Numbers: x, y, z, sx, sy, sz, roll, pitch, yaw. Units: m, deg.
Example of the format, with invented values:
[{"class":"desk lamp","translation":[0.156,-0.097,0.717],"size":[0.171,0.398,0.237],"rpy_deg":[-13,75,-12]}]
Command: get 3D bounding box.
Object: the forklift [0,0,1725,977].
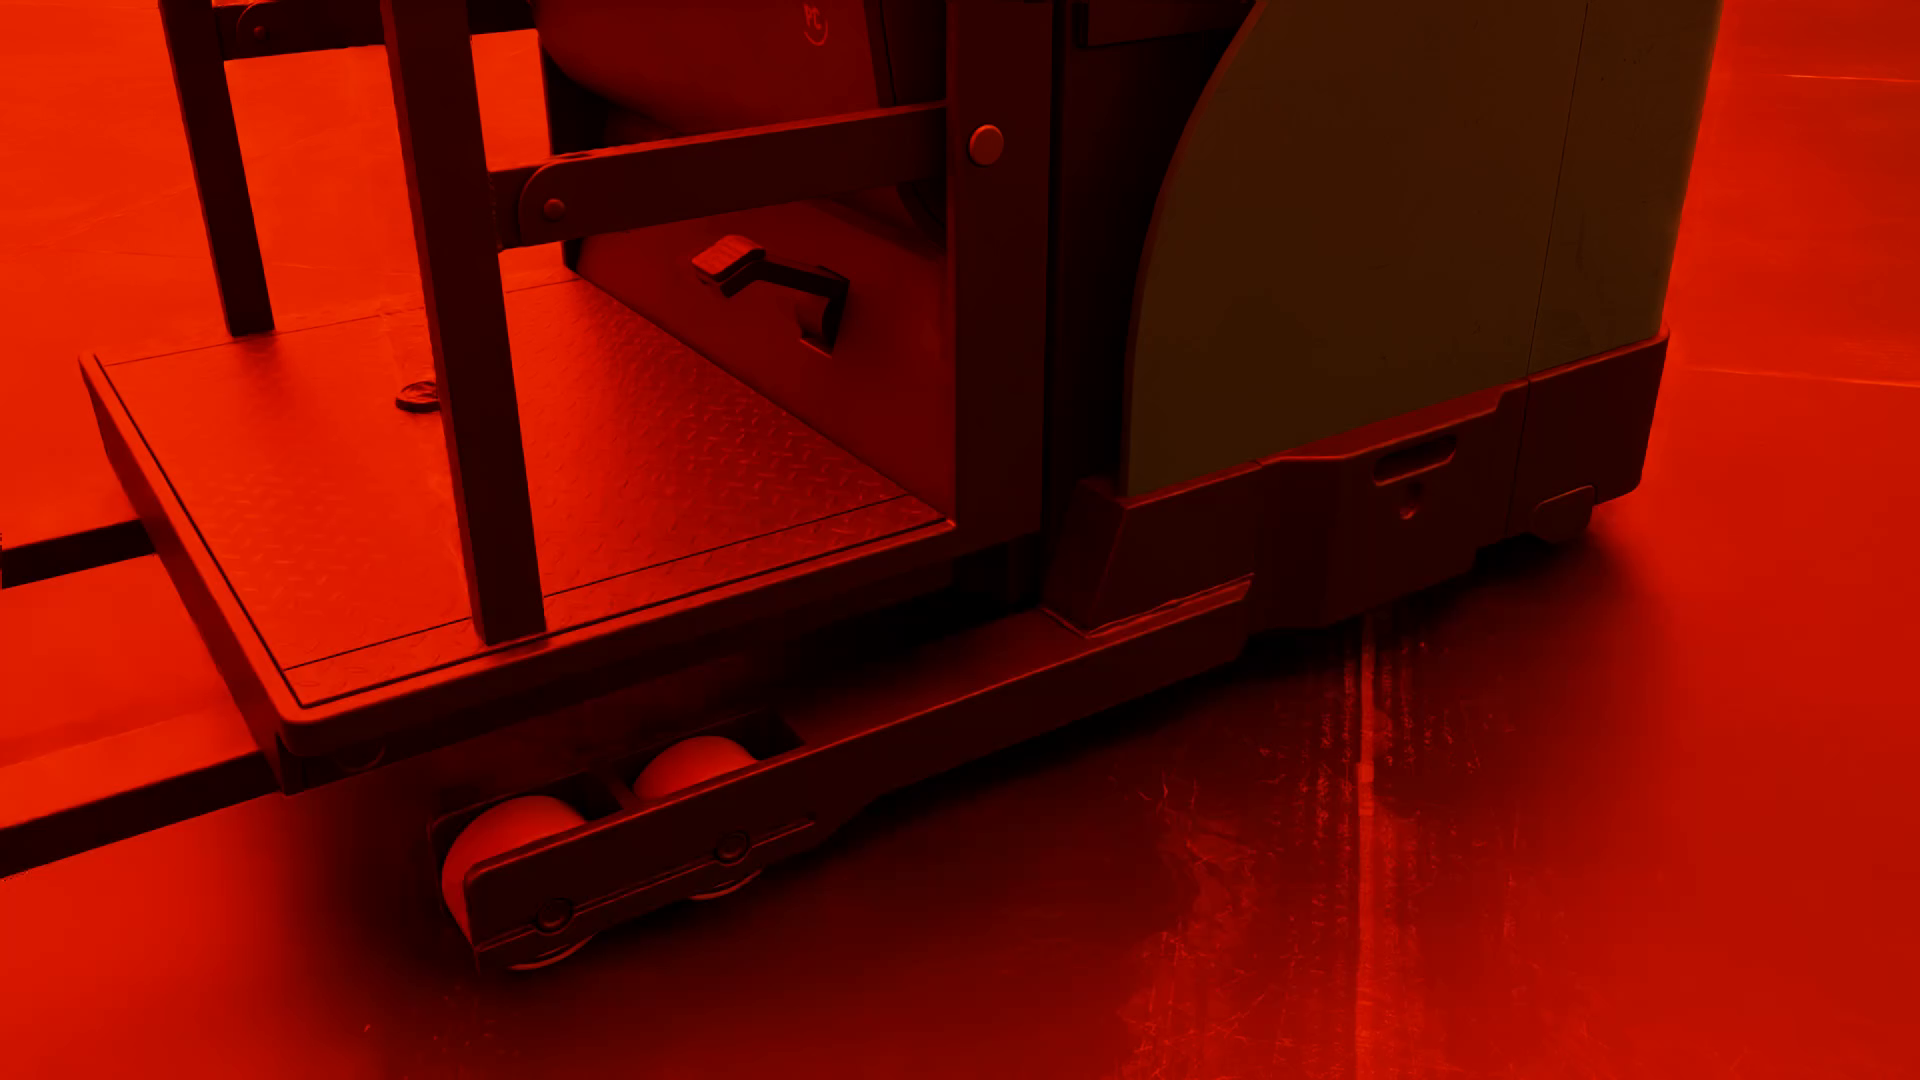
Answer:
[{"class":"forklift","translation":[-0.471,-1.154,1.534],"size":[3.031,2.935,1.130],"rpy_deg":[-17,31,-30]}]
